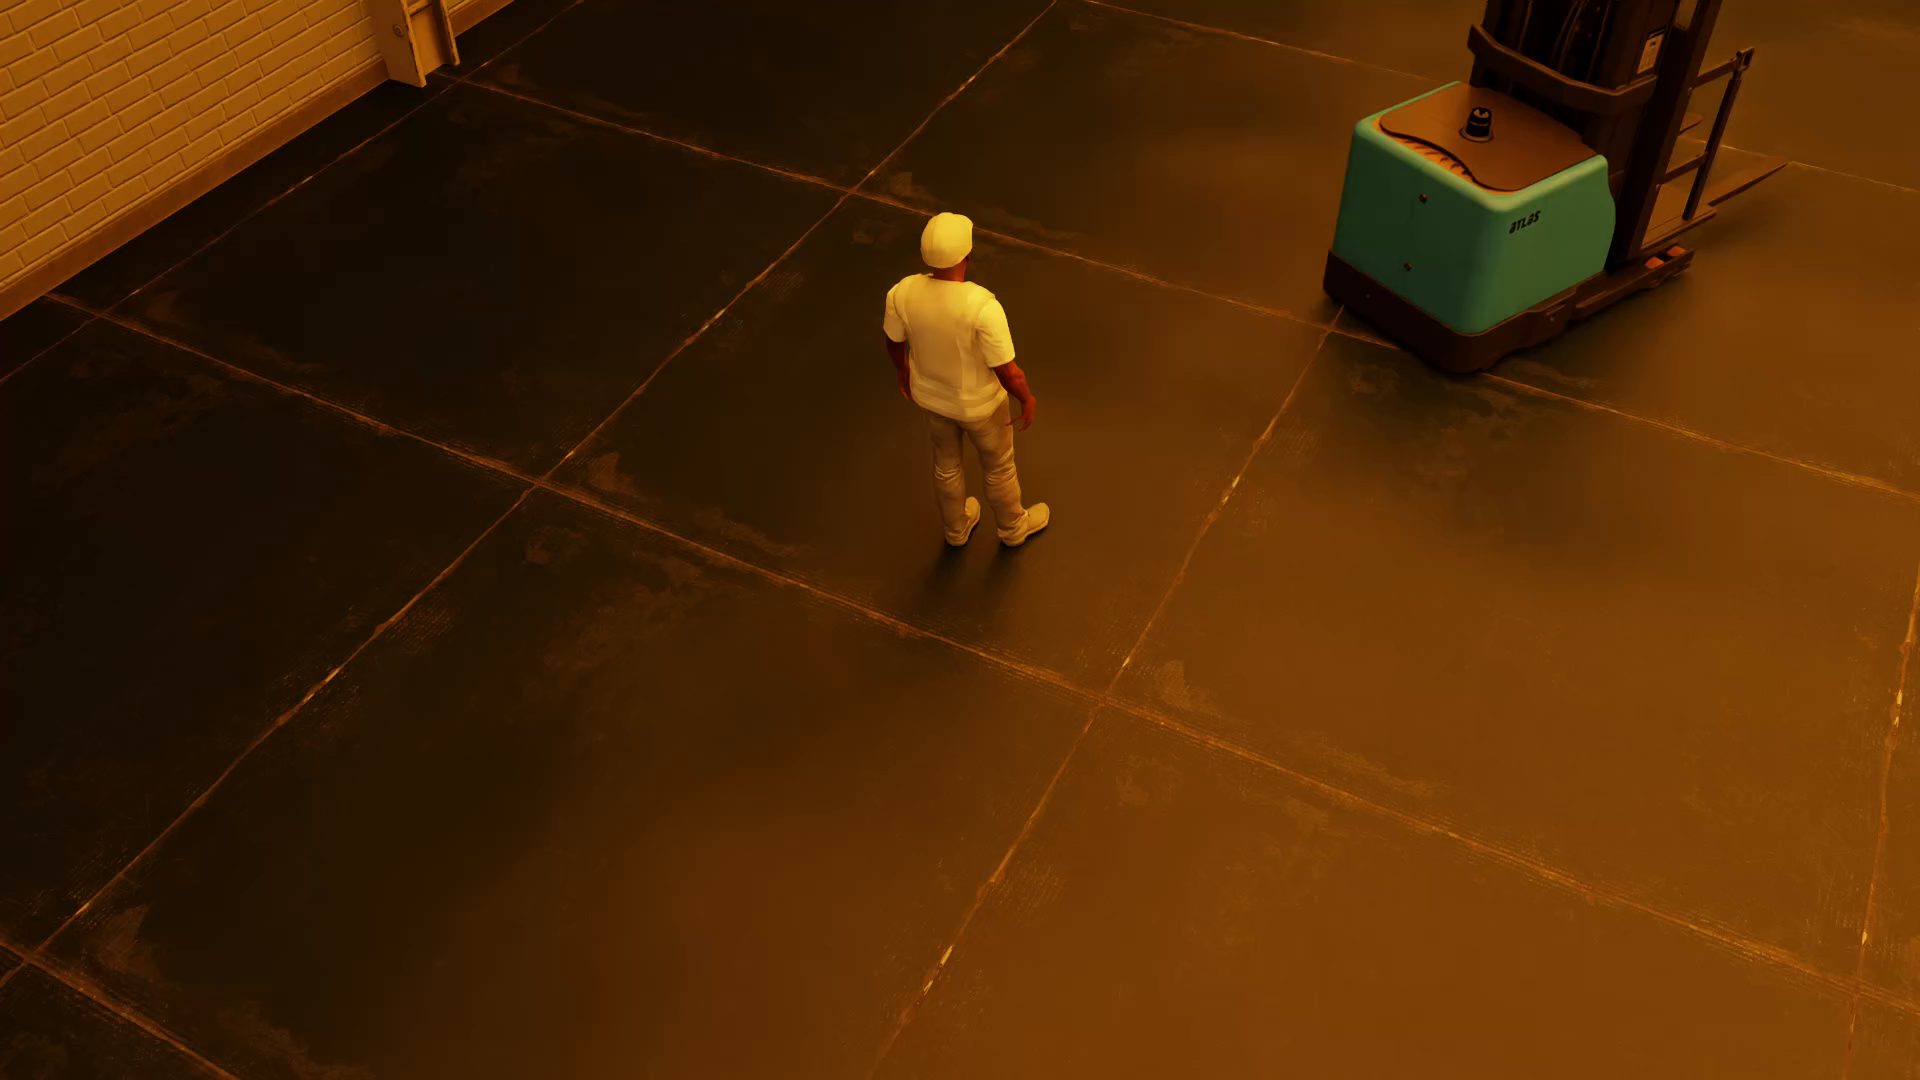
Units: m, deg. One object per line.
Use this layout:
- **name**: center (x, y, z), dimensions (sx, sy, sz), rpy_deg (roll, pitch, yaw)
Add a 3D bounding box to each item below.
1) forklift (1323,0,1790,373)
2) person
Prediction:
- **forklift**: center (3.498, -2.743, 8.566), dimensions (3.031, 2.935, 1.130), rpy_deg (-26, 49, -25)
- **person**: center (0.038, -0.689, 7.224), dimensions (0.665, 1.768, 0.575), rpy_deg (20, 47, 20)
